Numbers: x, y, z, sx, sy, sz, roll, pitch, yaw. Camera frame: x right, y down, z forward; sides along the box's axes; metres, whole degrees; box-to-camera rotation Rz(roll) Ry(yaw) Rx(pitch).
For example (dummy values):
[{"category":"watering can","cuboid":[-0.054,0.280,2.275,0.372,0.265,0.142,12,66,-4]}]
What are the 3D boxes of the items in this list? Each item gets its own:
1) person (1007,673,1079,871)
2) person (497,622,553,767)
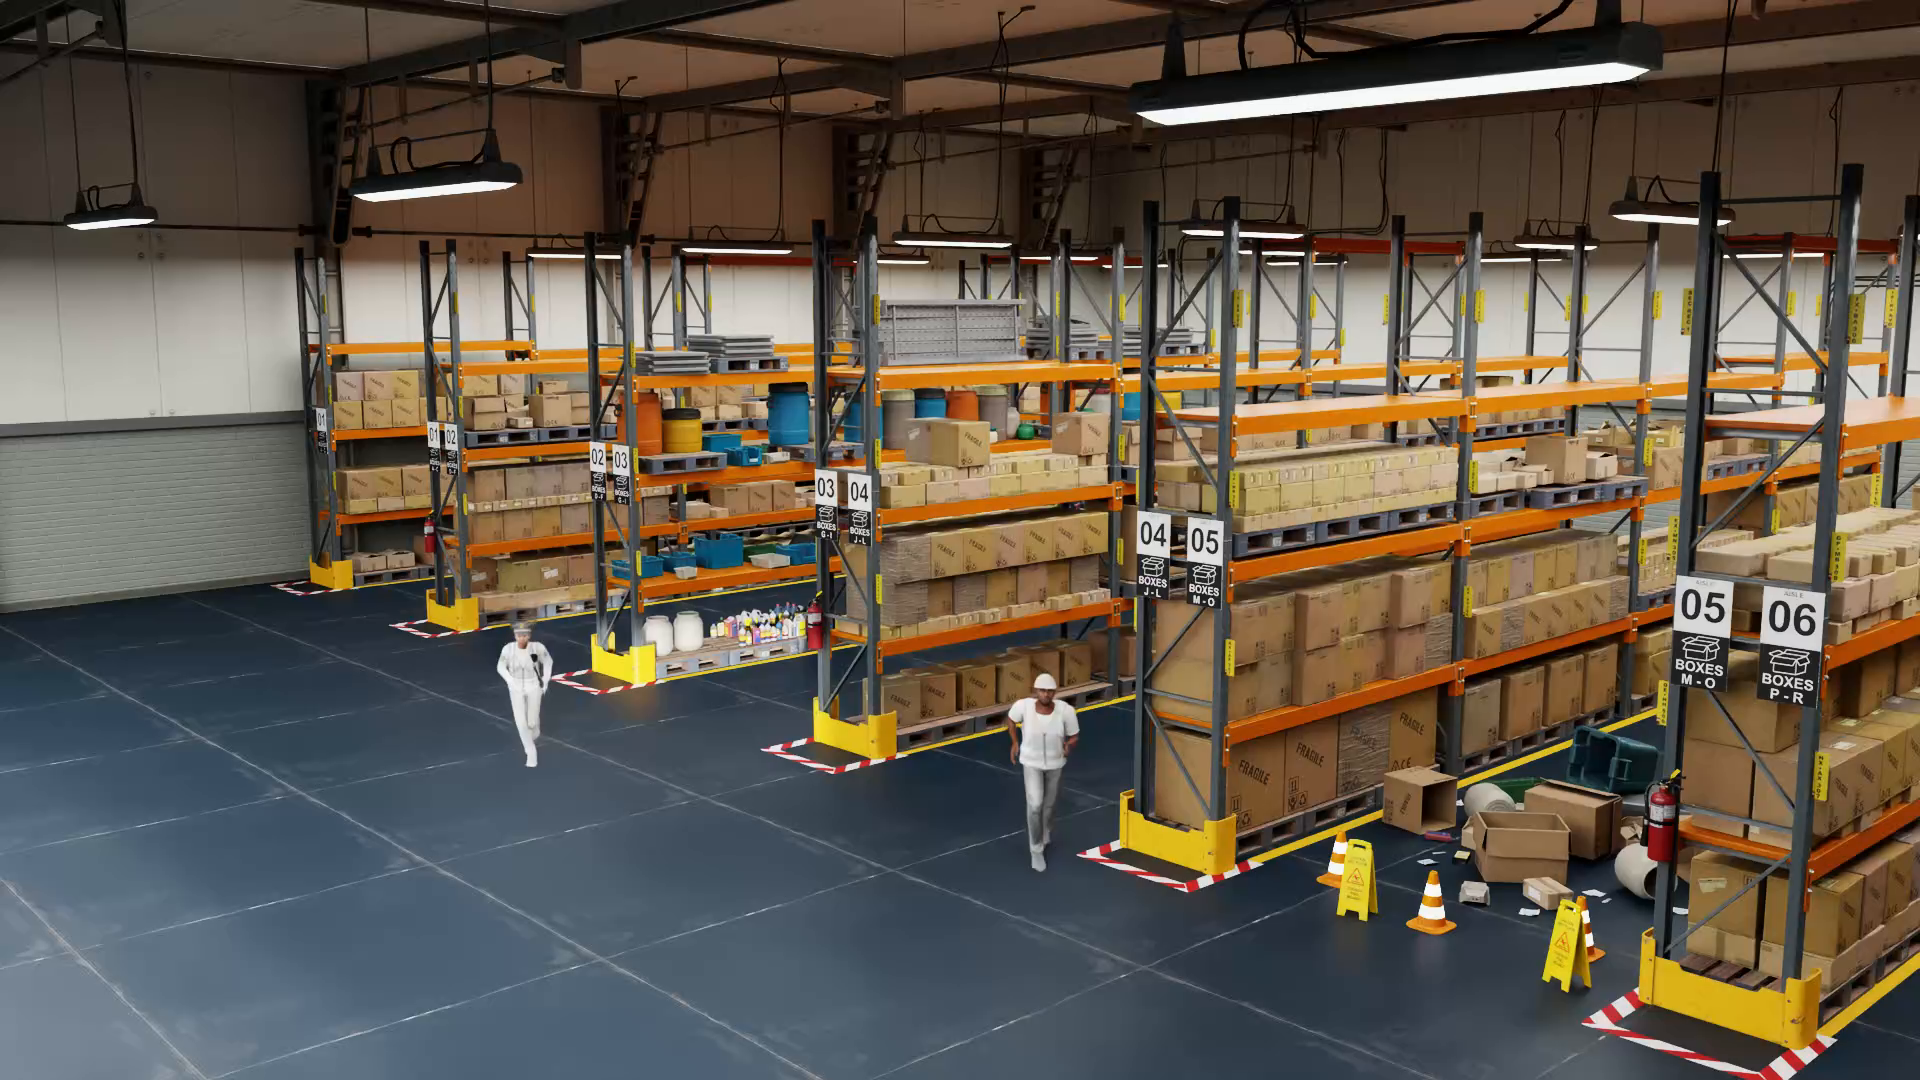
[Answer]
[{"category":"person","cuboid":[0.773,2.092,15.269,0.623,1.818,0.887,-1,8,-7]},{"category":"person","cuboid":[-4.845,1.669,18.535,0.562,1.637,0.690,-1,8,-6]}]
